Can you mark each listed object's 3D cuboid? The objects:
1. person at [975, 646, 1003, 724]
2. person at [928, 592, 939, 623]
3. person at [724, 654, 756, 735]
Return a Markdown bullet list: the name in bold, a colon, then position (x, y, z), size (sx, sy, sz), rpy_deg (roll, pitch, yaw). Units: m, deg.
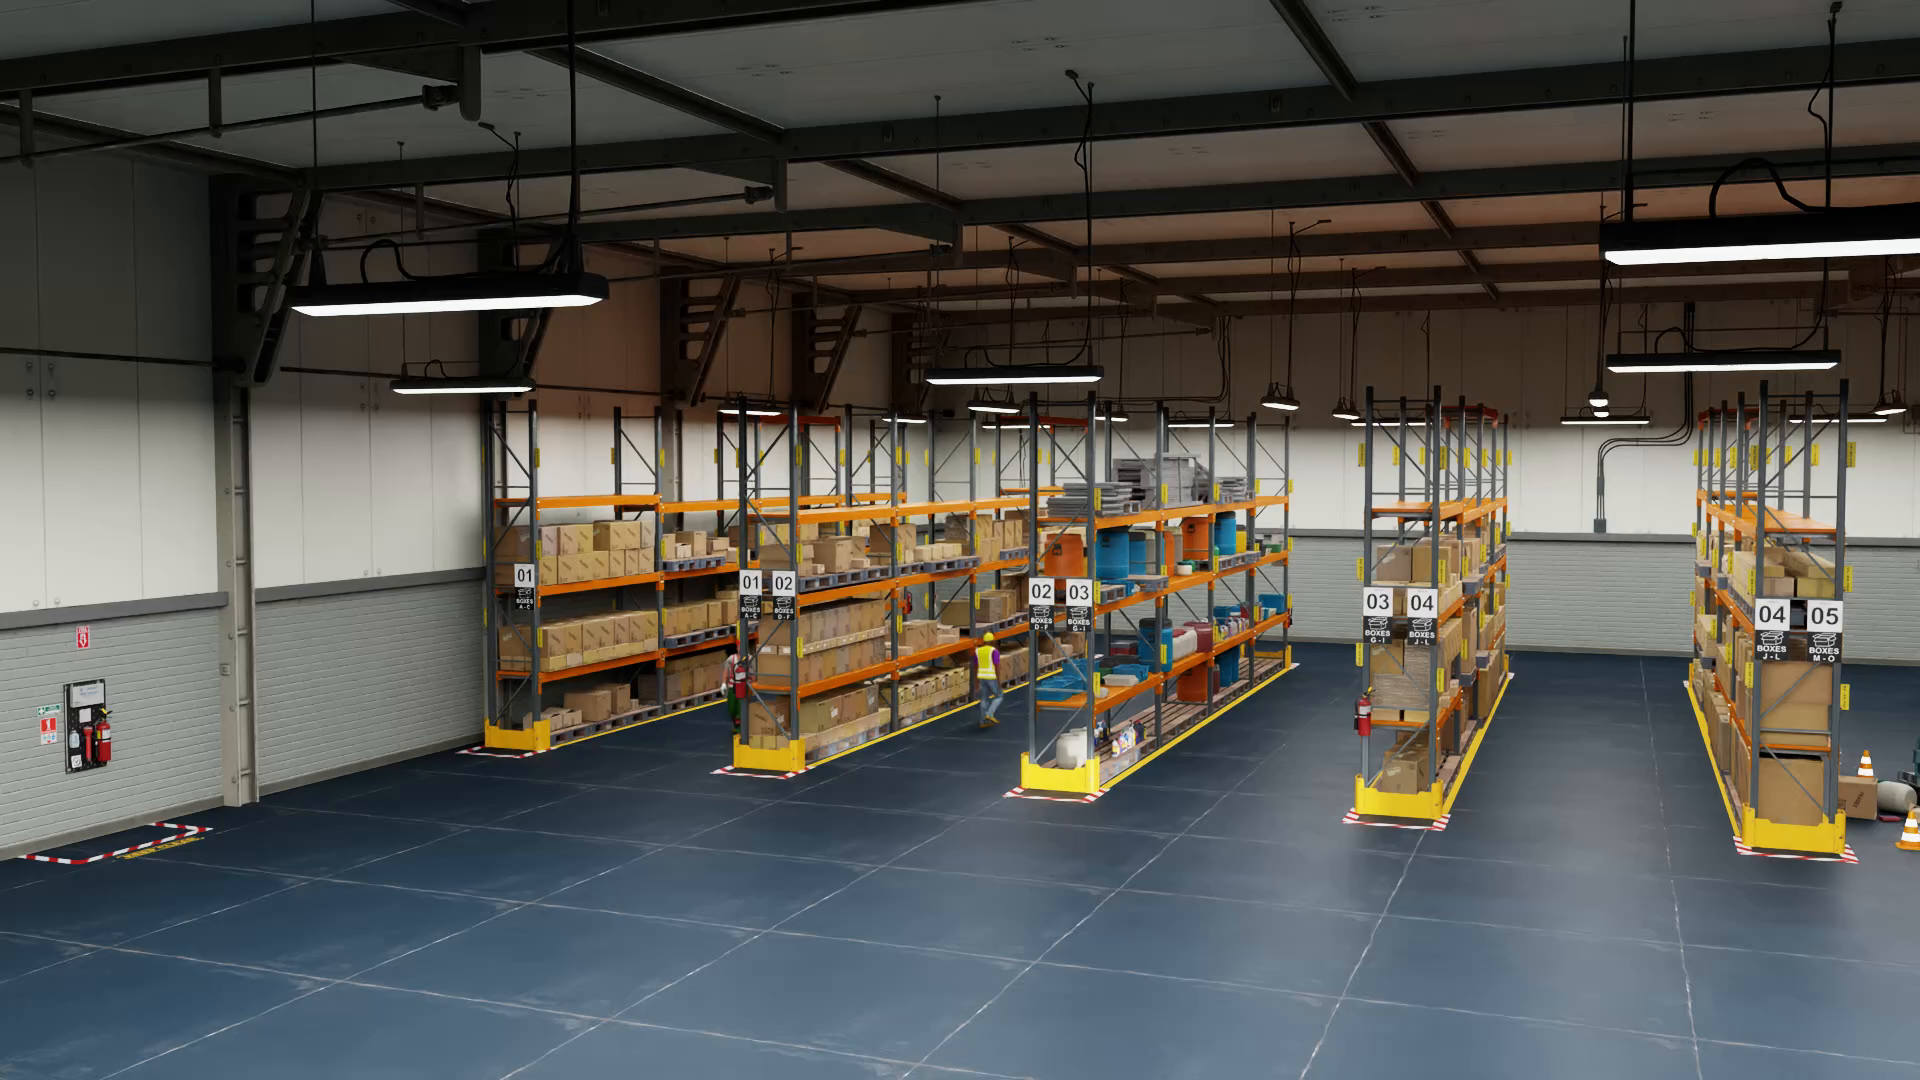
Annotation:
- **person**: position (0.527, 2.680, 30.933), size (0.453, 1.444, 0.451), rpy_deg (2, 3, 36)
- **person**: position (-0.708, 2.095, 41.351), size (0.439, 1.606, 0.474), rpy_deg (-1, 3, -12)
- **person**: position (-3.928, 2.799, 29.748), size (0.573, 1.509, 0.808), rpy_deg (0, 3, -5)
